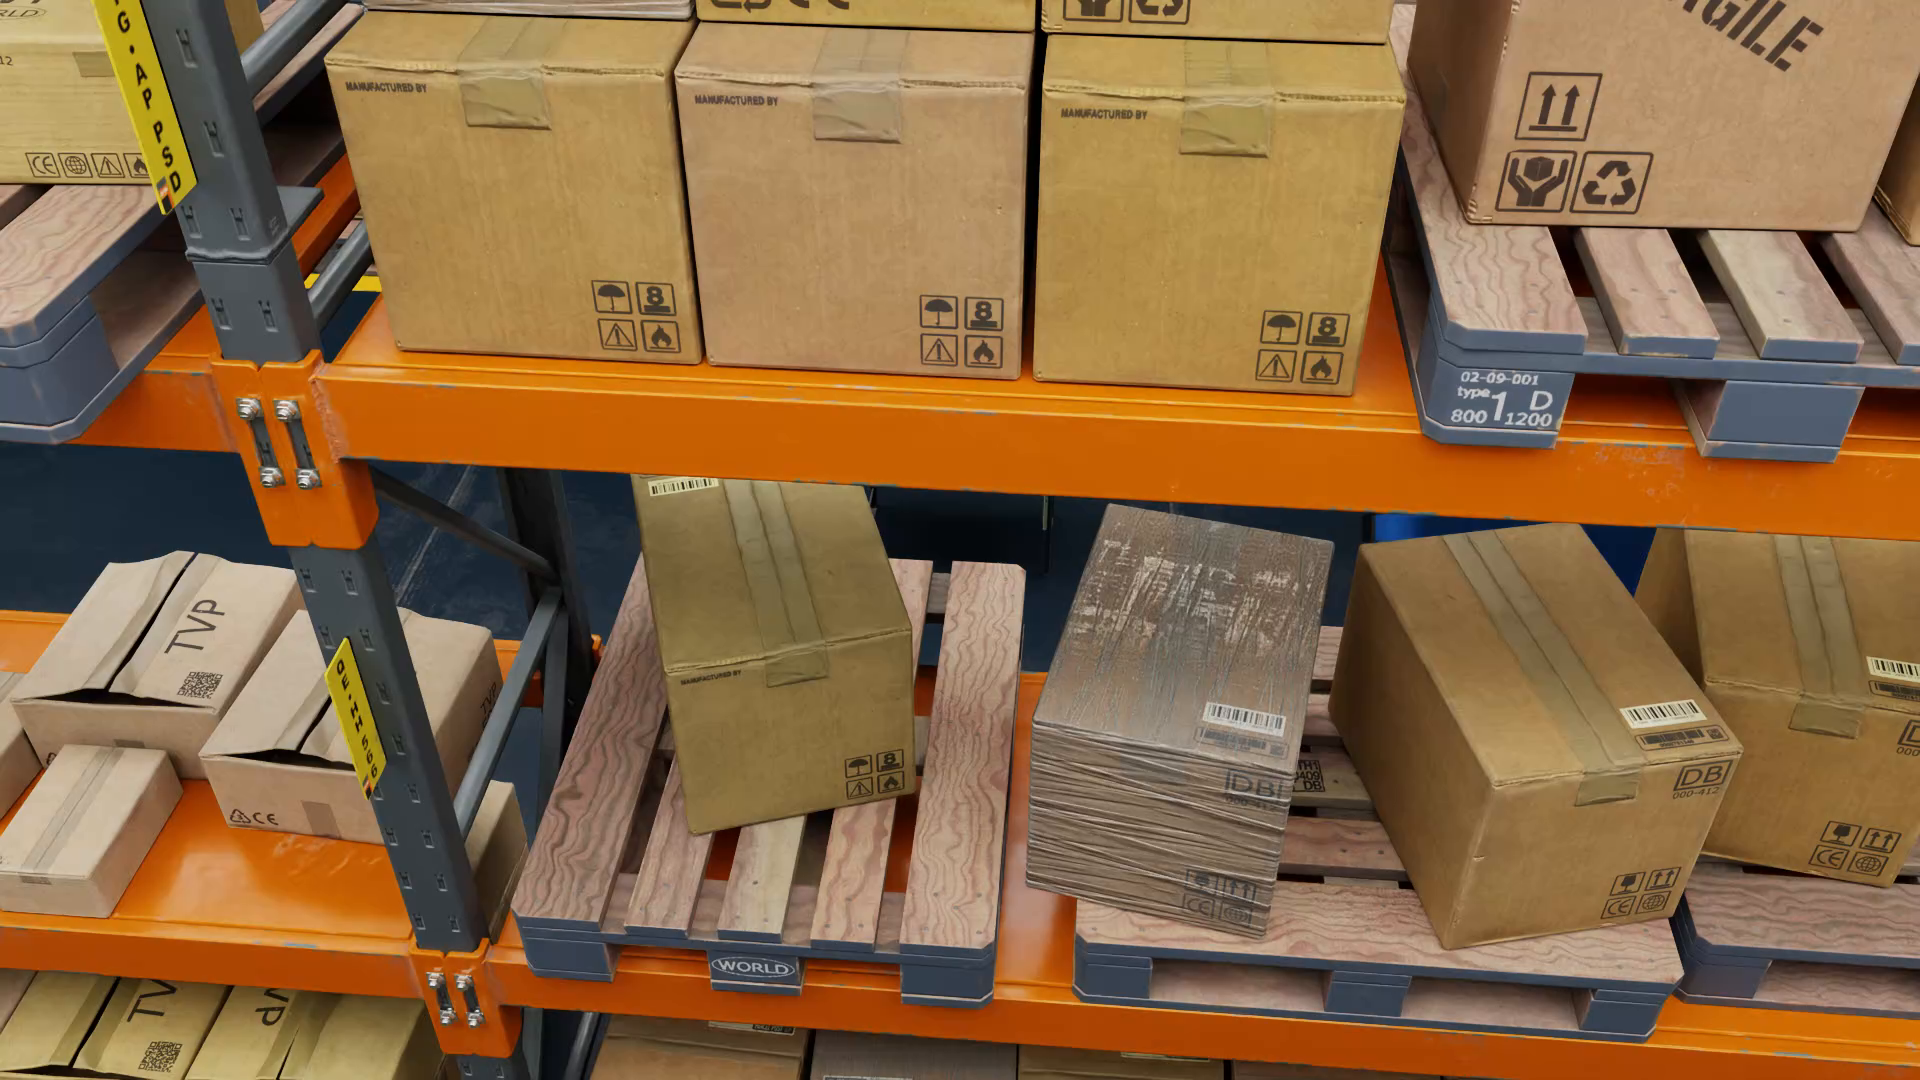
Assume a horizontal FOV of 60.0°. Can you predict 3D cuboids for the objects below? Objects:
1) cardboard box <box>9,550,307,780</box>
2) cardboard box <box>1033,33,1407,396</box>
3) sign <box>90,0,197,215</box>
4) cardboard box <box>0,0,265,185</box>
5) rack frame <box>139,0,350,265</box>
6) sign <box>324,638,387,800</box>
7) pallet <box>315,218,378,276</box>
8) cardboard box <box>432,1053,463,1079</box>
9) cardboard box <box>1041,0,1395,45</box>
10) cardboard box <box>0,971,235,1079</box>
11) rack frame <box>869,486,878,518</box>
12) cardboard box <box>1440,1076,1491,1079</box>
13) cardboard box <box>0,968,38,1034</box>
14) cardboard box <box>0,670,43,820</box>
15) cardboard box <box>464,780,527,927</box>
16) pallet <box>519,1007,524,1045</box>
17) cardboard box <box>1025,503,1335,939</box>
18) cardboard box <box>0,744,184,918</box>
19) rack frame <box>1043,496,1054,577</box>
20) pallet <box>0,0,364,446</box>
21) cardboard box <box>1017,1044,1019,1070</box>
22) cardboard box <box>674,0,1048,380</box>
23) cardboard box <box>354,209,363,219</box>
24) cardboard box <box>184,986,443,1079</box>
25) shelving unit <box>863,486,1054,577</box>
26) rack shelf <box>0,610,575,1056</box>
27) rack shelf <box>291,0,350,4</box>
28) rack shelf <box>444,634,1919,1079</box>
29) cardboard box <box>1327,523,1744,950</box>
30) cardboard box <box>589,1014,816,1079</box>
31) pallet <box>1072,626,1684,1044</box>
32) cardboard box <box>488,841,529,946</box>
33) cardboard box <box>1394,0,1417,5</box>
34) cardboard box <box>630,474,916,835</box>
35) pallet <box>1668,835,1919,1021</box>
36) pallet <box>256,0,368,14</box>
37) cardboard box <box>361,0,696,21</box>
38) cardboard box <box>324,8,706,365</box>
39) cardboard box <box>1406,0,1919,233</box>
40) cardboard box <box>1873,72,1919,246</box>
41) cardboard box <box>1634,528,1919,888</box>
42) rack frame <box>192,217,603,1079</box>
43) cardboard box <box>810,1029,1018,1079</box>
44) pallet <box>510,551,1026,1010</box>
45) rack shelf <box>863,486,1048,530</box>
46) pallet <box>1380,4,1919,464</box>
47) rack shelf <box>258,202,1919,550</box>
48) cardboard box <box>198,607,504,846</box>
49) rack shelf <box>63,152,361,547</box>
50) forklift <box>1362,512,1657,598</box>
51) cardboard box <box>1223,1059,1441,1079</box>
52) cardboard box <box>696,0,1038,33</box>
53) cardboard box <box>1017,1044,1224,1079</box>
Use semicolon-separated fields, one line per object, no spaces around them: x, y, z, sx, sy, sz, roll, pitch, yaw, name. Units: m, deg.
-1.936;0.295;4.081;0.500;0.311;0.500;3;39;3;cardboard box
0.402;-0.712;2.793;0.500;0.500;0.910;3;39;4;cardboard box
-1.118;-0.615;2.280;0.005;0.325;0.100;3;39;4;sign
-1.518;-0.826;2.799;0.500;0.250;0.500;0;39;1;cardboard box
-1.061;-1.895;1.950;0.127;3.000;1.000;3;39;4;rack frame
-1.106;0.332;3.049;0.005;0.325;0.100;3;39;4;sign
-2.628;-1.714;8.689;1.213;0.211;1.003;3;39;4;pallet
-1.607;1.460;4.426;0.500;0.250;0.500;4;39;5;cardboard box
0.389;-1.075;2.447;0.500;0.500;0.500;3;39;4;cardboard box
-2.123;1.220;4.277;0.500;0.311;0.500;3;39;3;cardboard box
-0.371;-0.602;6.301;0.023;1.500;0.400;3;39;4;rack frame
1.416;1.542;4.111;0.500;0.500;0.500;4;39;4;cardboard box
-2.626;1.190;4.313;0.500;0.311;0.500;3;39;4;cardboard box
-2.337;0.495;3.965;0.250;0.149;0.380;6;40;7;cardboard box
-1.558;0.904;4.664;0.500;0.311;0.500;4;39;5;cardboard box
-1.878;1.444;4.809;1.213;0.211;1.003;3;39;4;pallet
0.470;0.363;3.516;0.500;0.500;0.700;10;40;12;cardboard box
-1.981;0.654;3.770;0.250;0.149;0.380;3;39;4;cardboard box
0.358;-0.562;6.252;0.023;1.500;0.400;3;39;4;rack frame
-1.745;-0.639;2.933;1.003;0.211;1.213;5;39;6;pallet
0.406;1.162;4.578;0.500;0.500;0.500;2;39;2;cardboard box
-0.116;-0.740;2.828;0.500;0.500;0.910;3;39;4;cardboard box
-2.864;-2.024;8.492;0.500;0.500;0.700;4;39;4;cardboard box
-1.605;1.244;4.247;0.500;0.311;0.500;4;39;5;cardboard box
-0.007;-0.582;6.277;0.755;1.500;0.431;3;39;4;shelving unit
-3.054;0.601;4.205;4.000;0.370;1.077;3;39;4;rack shelf
-2.630;-2.514;8.033;4.000;0.370;1.077;3;39;4;rack shelf
0.931;0.819;3.937;4.000;0.370;1.077;3;39;4;rack shelf
1.158;0.390;3.483;0.500;0.500;0.700;-6;40;-8;cardboard box
-0.633;1.435;4.243;0.500;0.500;0.500;5;39;6;cardboard box
0.876;0.609;3.778;1.213;0.211;1.003;3;39;4;pallet
-1.558;1.122;4.841;0.500;0.250;0.500;3;39;4;cardboard box
1.857;-2.549;7.175;0.500;0.500;0.500;3;39;4;cardboard box
-0.424;0.193;3.725;0.500;0.500;0.700;-9;40;-11;cardboard box
2.137;0.612;3.775;1.213;0.211;1.003;3;39;4;pallet
-2.614;-2.692;7.833;1.213;0.211;1.003;3;39;4;pallet
-0.627;-1.131;2.516;0.500;0.500;0.500;3;39;4;cardboard box
-0.624;-0.768;2.862;0.500;0.500;0.910;3;39;4;cardboard box
1.099;-0.899;2.611;0.600;0.600;0.600;2;39;2;cardboard box
1.760;-0.850;2.551;0.600;0.600;0.600;3;39;3;cardboard box
1.780;0.284;3.614;0.500;0.500;0.700;9;40;11;cardboard box
-1.061;0.431;3.844;0.127;3.000;1.000;3;39;4;rack frame
-0.111;1.460;4.212;0.500;0.500;0.500;2;39;2;cardboard box
-0.380;0.499;3.913;1.003;0.211;1.213;3;39;4;pallet
-0.007;-0.329;6.483;0.720;0.370;0.431;3;39;4;rack shelf
1.246;-0.575;2.853;1.003;0.211;1.213;3;39;4;pallet
0.931;-0.344;2.990;4.000;0.370;1.077;3;39;4;rack shelf
-1.420;0.419;3.930;0.500;0.311;0.500;5;39;7;cardboard box
-3.054;-0.562;3.258;4.000;0.370;1.077;3;39;4;rack shelf
3.052;-0.763;5.365;3.031;2.935;1.130;7;40;8;forklift
0.909;1.515;4.144;0.500;0.500;0.500;2;39;2;cardboard box
-0.119;-1.103;2.482;0.500;0.500;0.500;3;39;4;cardboard box
0.389;1.490;4.175;0.500;0.500;0.500;3;39;3;cardboard box
